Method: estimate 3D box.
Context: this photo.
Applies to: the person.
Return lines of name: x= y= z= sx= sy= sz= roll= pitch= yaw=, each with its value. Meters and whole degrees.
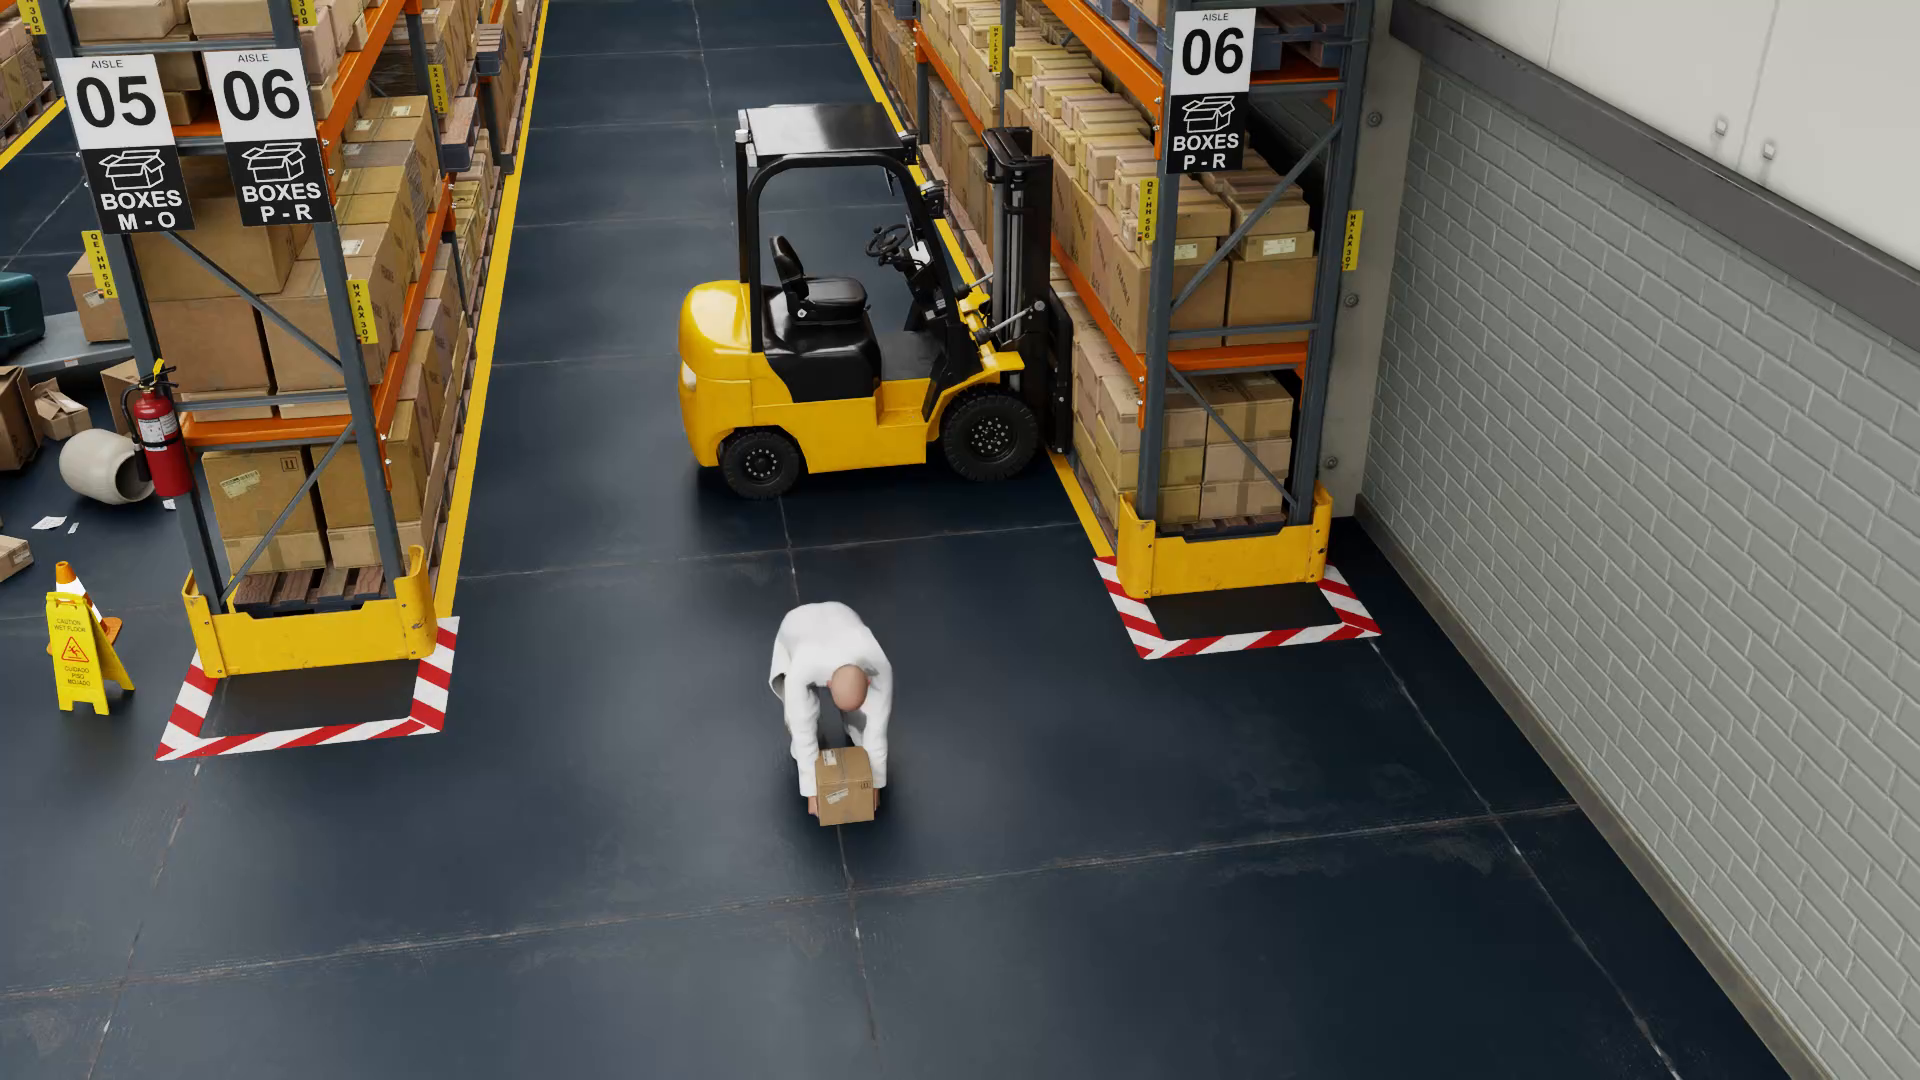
person: x=-0.606 y=0.740 z=7.891 sx=0.576 sy=0.806 sz=0.947 roll=-6 pitch=31 yaw=-10
